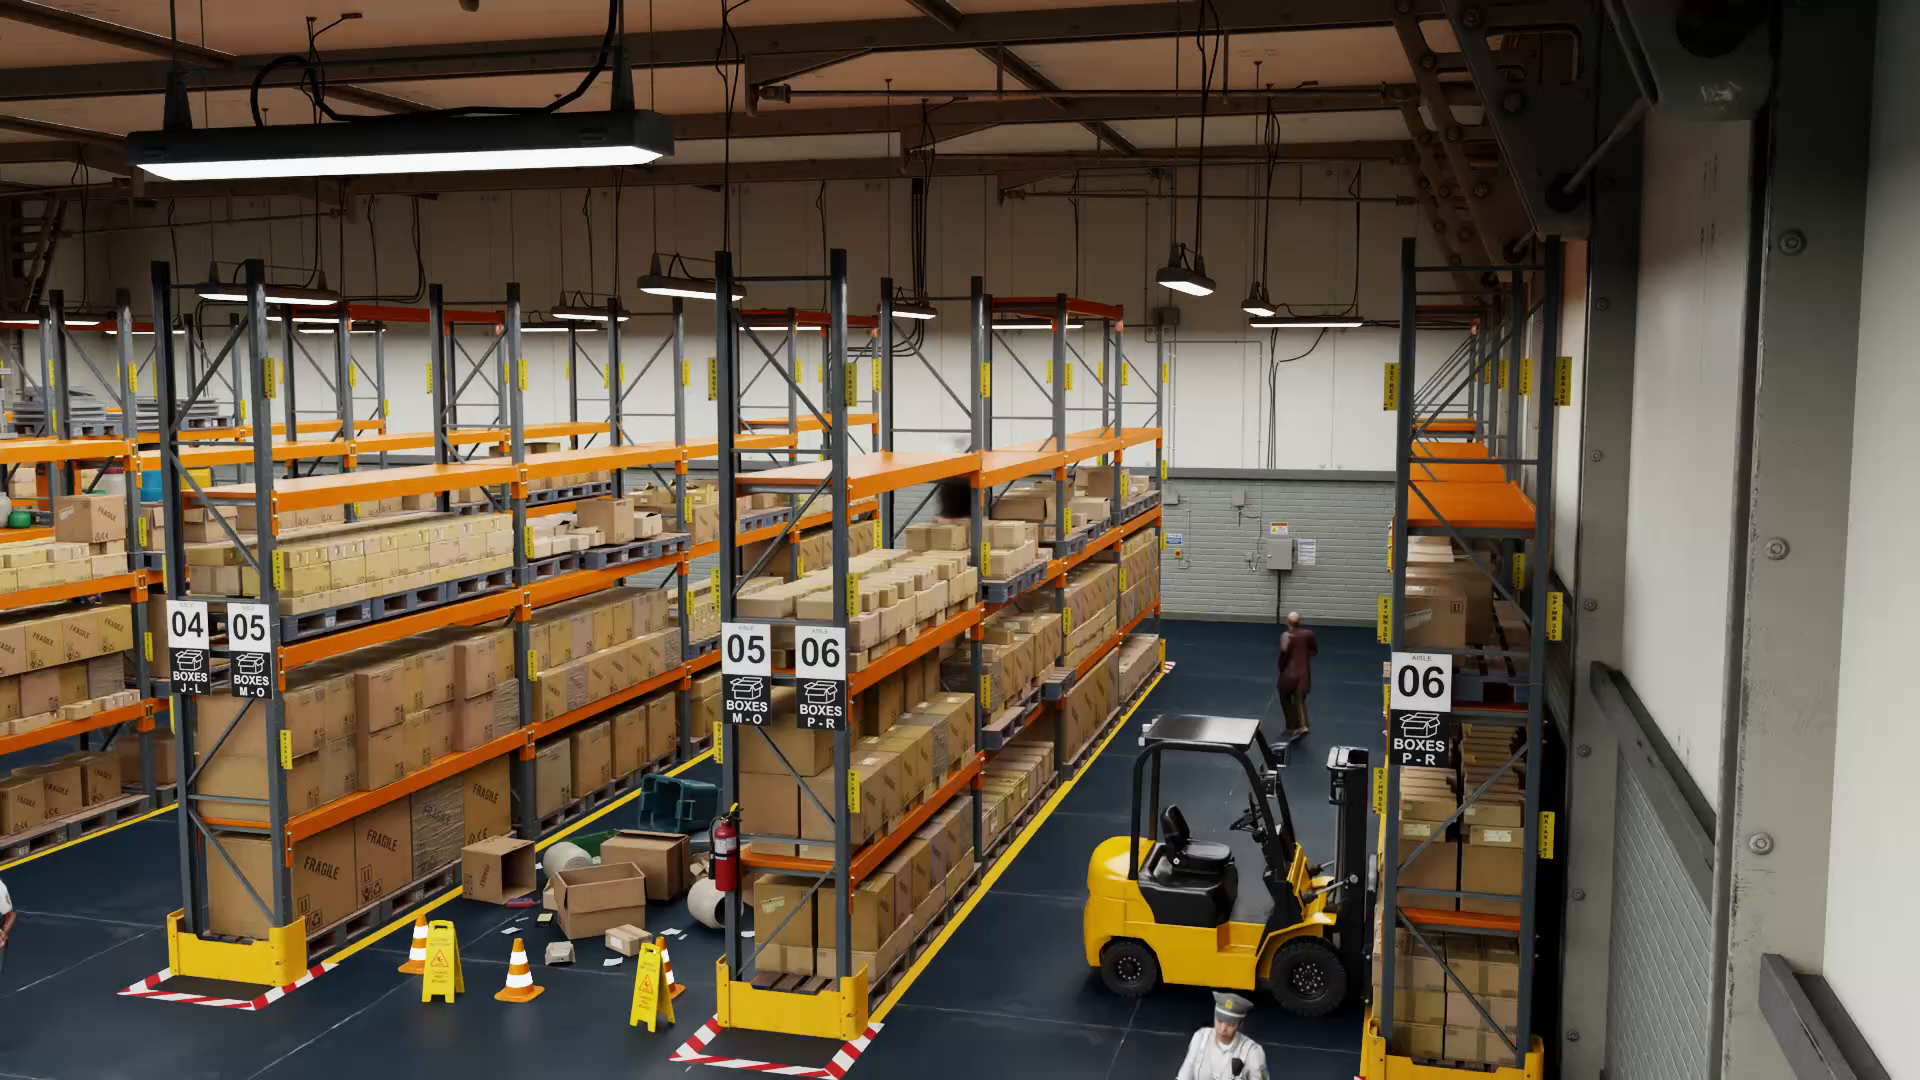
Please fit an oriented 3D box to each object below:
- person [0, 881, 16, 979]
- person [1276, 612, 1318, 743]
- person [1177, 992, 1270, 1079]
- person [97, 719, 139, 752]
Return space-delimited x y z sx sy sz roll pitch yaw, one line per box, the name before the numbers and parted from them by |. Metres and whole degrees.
person | -7.243 3.041 12.220 0.546 1.686 0.929 -5 8 -37
person | 4.653 1.880 22.784 0.670 1.749 0.923 -1 6 -10
person | 1.533 3.339 9.706 0.715 1.612 0.652 3 7 26
person | -10.904 2.013 21.469 0.676 1.793 0.709 0 6 3
